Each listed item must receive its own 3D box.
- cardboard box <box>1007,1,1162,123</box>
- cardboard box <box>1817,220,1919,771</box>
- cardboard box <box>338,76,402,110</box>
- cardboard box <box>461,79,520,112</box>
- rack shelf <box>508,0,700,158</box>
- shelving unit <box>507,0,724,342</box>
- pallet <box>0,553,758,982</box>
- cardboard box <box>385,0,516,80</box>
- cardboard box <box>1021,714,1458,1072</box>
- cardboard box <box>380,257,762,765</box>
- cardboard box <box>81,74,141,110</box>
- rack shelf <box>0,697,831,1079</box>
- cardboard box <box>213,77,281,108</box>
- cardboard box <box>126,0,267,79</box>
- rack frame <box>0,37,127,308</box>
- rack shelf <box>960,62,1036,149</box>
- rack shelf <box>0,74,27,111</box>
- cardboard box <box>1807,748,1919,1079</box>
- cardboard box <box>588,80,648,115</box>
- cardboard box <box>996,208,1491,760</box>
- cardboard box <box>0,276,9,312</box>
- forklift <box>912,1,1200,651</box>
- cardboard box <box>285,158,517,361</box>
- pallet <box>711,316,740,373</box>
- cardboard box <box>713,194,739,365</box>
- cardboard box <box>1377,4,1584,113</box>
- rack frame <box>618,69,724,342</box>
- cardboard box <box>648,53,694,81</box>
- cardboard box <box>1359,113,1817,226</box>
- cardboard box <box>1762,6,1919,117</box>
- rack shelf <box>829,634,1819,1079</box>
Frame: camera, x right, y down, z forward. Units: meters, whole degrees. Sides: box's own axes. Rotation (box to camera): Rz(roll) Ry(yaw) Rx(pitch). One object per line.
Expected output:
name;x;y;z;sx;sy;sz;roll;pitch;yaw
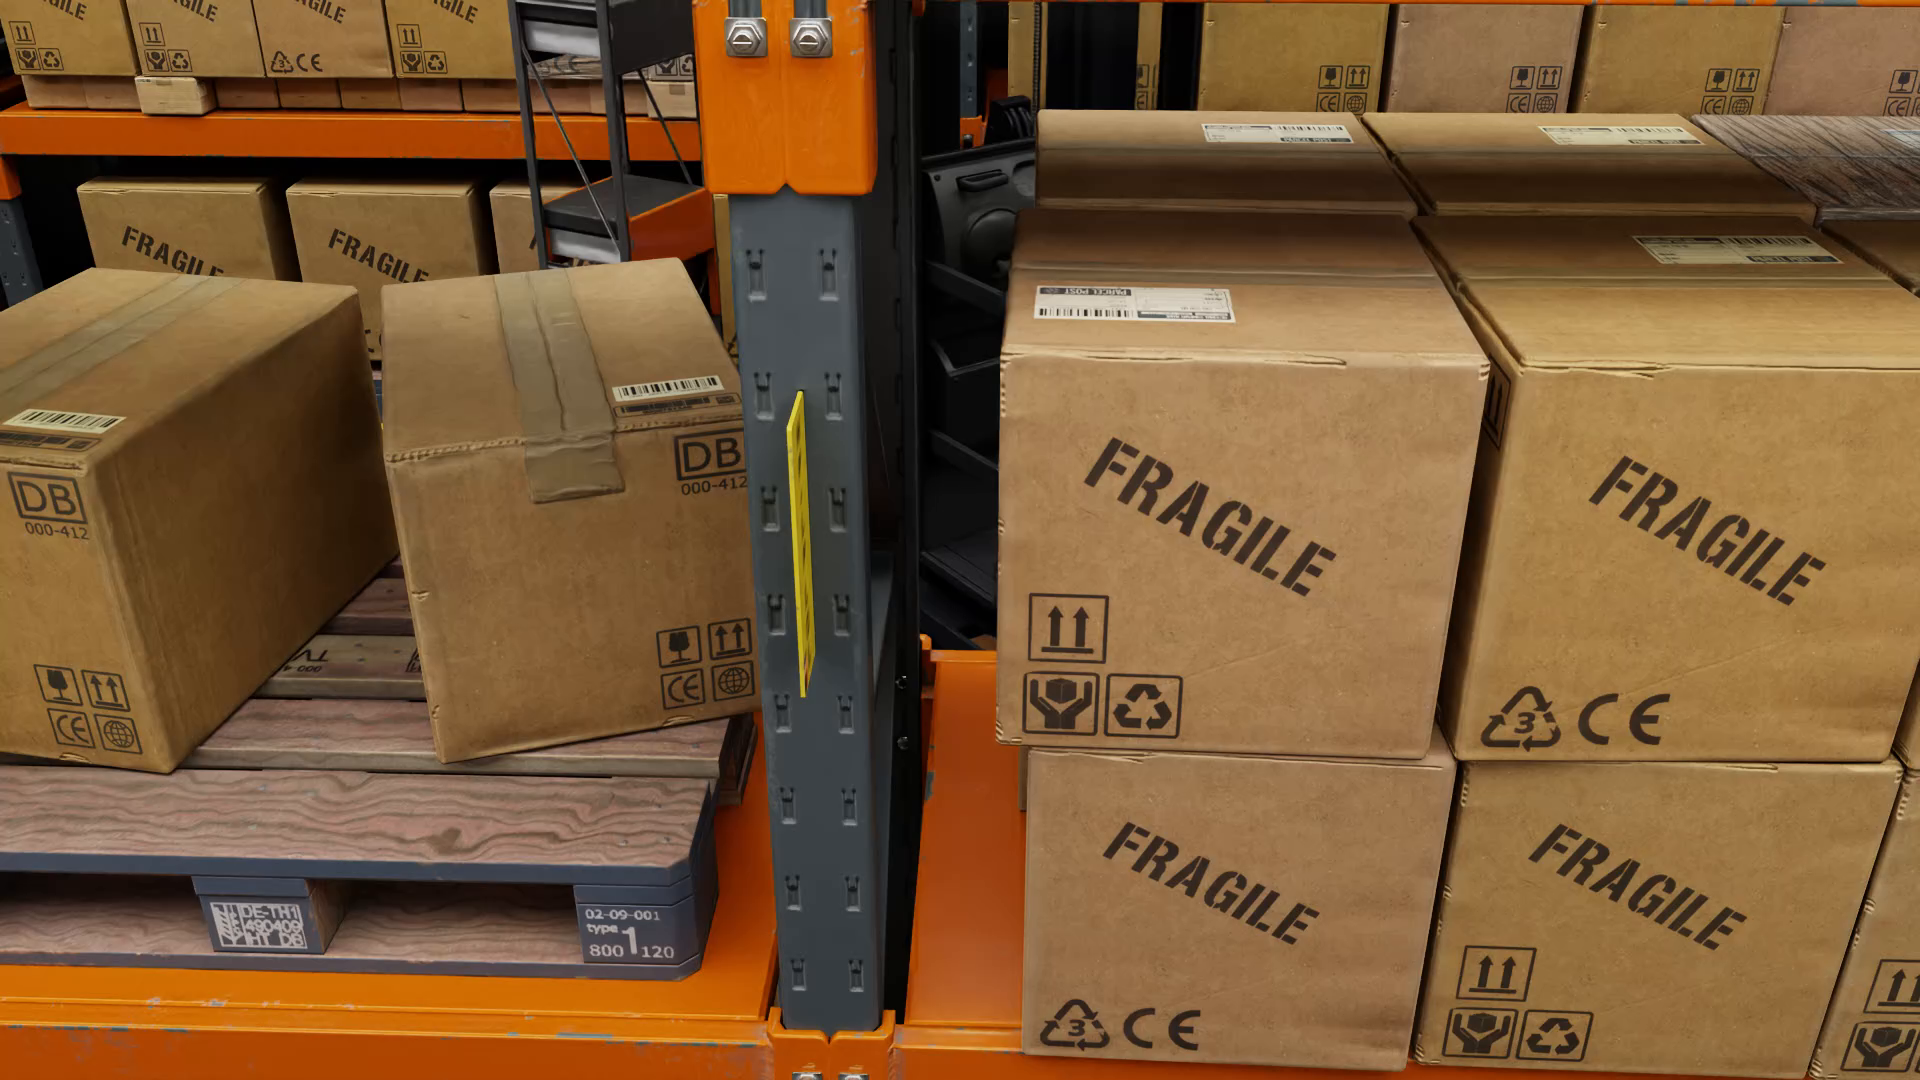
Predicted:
cardboard box;0.558;-2.175;6.830;0.700;0.700;0.980;1;28;3
cardboard box;1.336;-0.070;2.004;0.500;0.500;0.500;0;28;0
cardboard box;-2.373;-1.901;6.880;0.250;0.149;0.380;1;28;3
cardboard box;-1.864;-1.881;6.843;0.250;0.149;0.380;2;28;3
rack shelf;-1.179;-1.629;5.615;0.431;0.518;0.480;14;31;24
shelving unit;-1.179;-1.023;5.937;0.431;2.100;0.503;14;31;24
pallet;-0.949;0.280;2.723;1.213;0.211;1.003;1;28;2
cardboard box;-1.965;-2.155;6.667;0.500;0.500;0.500;2;28;3
cardboard box;0.345;0.352;2.277;0.500;0.500;0.500;2;28;3
cardboard box;-0.620;-0.082;2.648;0.500;0.500;0.700;-8;29;-15
cardboard box;-3.409;-1.901;6.880;0.250;0.149;0.380;1;28;2
rack shelf;-2.153;0.545;2.788;4.000;0.370;1.077;1;28;2
cardboard box;-2.890;-1.910;6.898;0.250;0.149;0.380;1;28;1
cardboard box;-2.981;-2.169;6.693;0.500;0.500;0.500;2;28;3
rack frame;-3.981;-2.125;7.056;0.127;3.000;1.000;1;28;2
rack shelf;2.015;-1.708;7.037;4.000;0.370;1.077;1;28;2
rack shelf;-5.980;-1.840;7.287;4.000;0.370;1.077;1;28;2
cardboard box;1.357;0.368;2.247;0.500;0.500;0.500;1;28;2
cardboard box;-1.350;-1.860;6.803;0.250;0.149;0.380;1;28;2
cardboard box;0.306;-0.087;2.036;0.500;0.500;0.500;2;28;3
cardboard box;-4.702;-1.202;7.515;0.500;0.500;0.700;1;28;3
forklift;0.430;-1.007;5.020;1.130;2.935;3.031;-18;33;-31
cardboard box;-2.375;-1.270;7.289;0.750;0.750;0.750;1;28;2
pallet;-0.757;-0.804;7.542;1.213;0.211;1.003;1;28;2
cardboard box;-0.638;-1.245;7.242;0.750;0.750;0.750;1;28;2
cardboard box;2.015;-2.153;6.788;0.700;0.700;0.980;0;28;-1
rack frame;-1.065;-1.124;6.127;0.400;2.100;0.015;14;31;24
cardboard box;-0.964;-2.137;6.633;0.500;0.500;0.500;1;28;2
cardboard box;0.872;-0.332;2.499;0.500;0.500;0.500;0;28;1
cardboard box;3.504;-2.129;6.743;0.700;0.700;0.980;2;28;4
rack shelf;1.844;0.611;2.663;4.000;0.370;1.077;1;28;2
